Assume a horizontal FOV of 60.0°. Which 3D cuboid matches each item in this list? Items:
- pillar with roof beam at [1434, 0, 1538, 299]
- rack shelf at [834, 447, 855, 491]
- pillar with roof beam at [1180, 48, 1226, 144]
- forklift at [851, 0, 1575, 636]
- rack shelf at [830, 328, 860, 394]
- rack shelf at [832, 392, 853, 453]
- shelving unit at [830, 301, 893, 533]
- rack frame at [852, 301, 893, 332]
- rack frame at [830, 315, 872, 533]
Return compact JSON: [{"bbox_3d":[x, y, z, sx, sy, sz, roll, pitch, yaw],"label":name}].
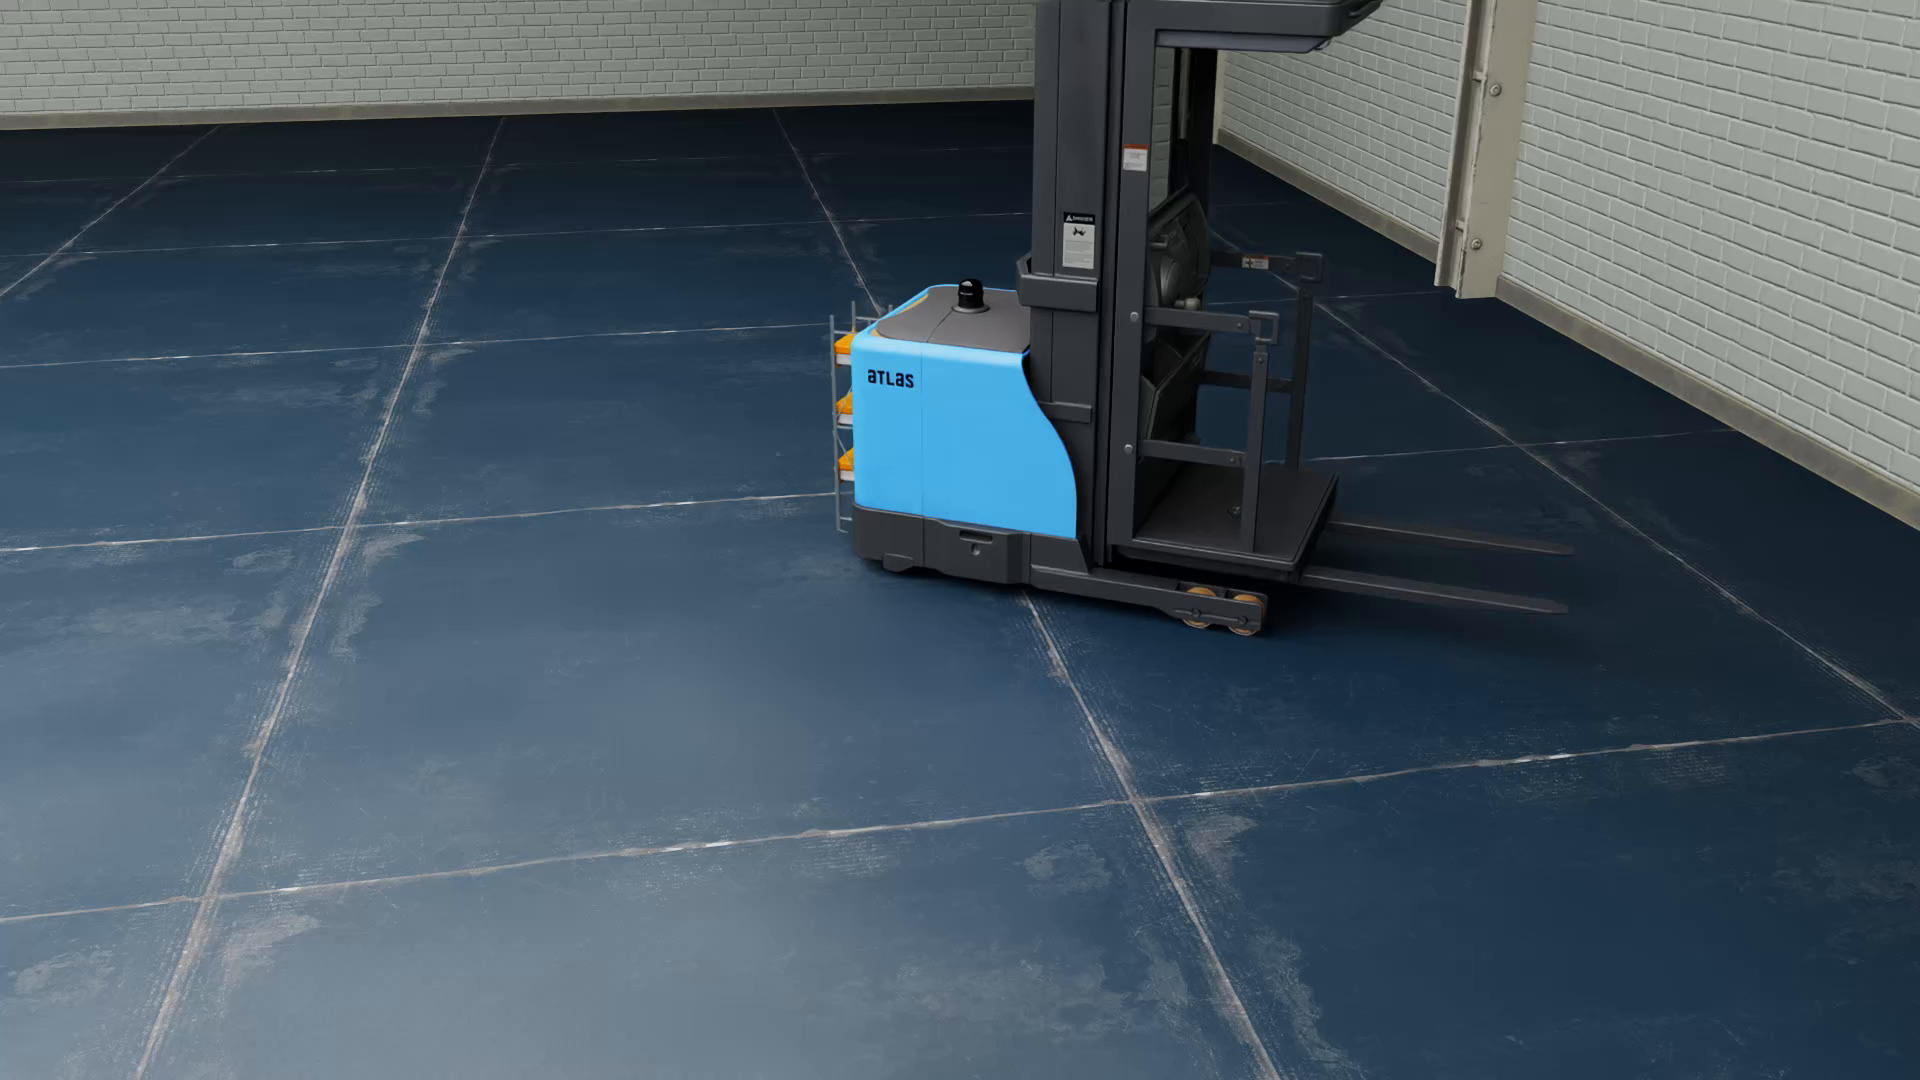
[{"bbox_3d":[-0.635,-5.579,9.281,9.100,9.000,0.400,-4,24,-10],"label":"pillar with roof beam"},{"bbox_3d":[-0.443,-0.290,7.823,0.215,0.259,0.240,8,25,18],"label":"rack shelf"},{"bbox_3d":[-1.744,-7.939,14.685,9.100,9.000,0.400,-4,24,-10],"label":"pillar with roof beam"},{"bbox_3d":[1.091,-1.190,6.813,3.031,2.935,1.130,9,25,19],"label":"forklift"},{"bbox_3d":[-0.443,-0.805,7.599,0.215,0.259,0.240,8,25,18],"label":"rack shelf"},{"bbox_3d":[-0.443,-0.545,7.712,0.215,0.259,0.240,8,25,18],"label":"rack shelf"},{"bbox_3d":[-0.443,-0.555,7.708,0.215,1.050,0.252,8,25,18],"label":"shelving unit"},{"bbox_3d":[-0.402,-0.600,7.813,0.200,1.050,0.008,8,25,18],"label":"rack frame"},{"bbox_3d":[-0.485,-0.509,7.603,0.200,1.050,0.008,8,25,18],"label":"rack frame"}]
